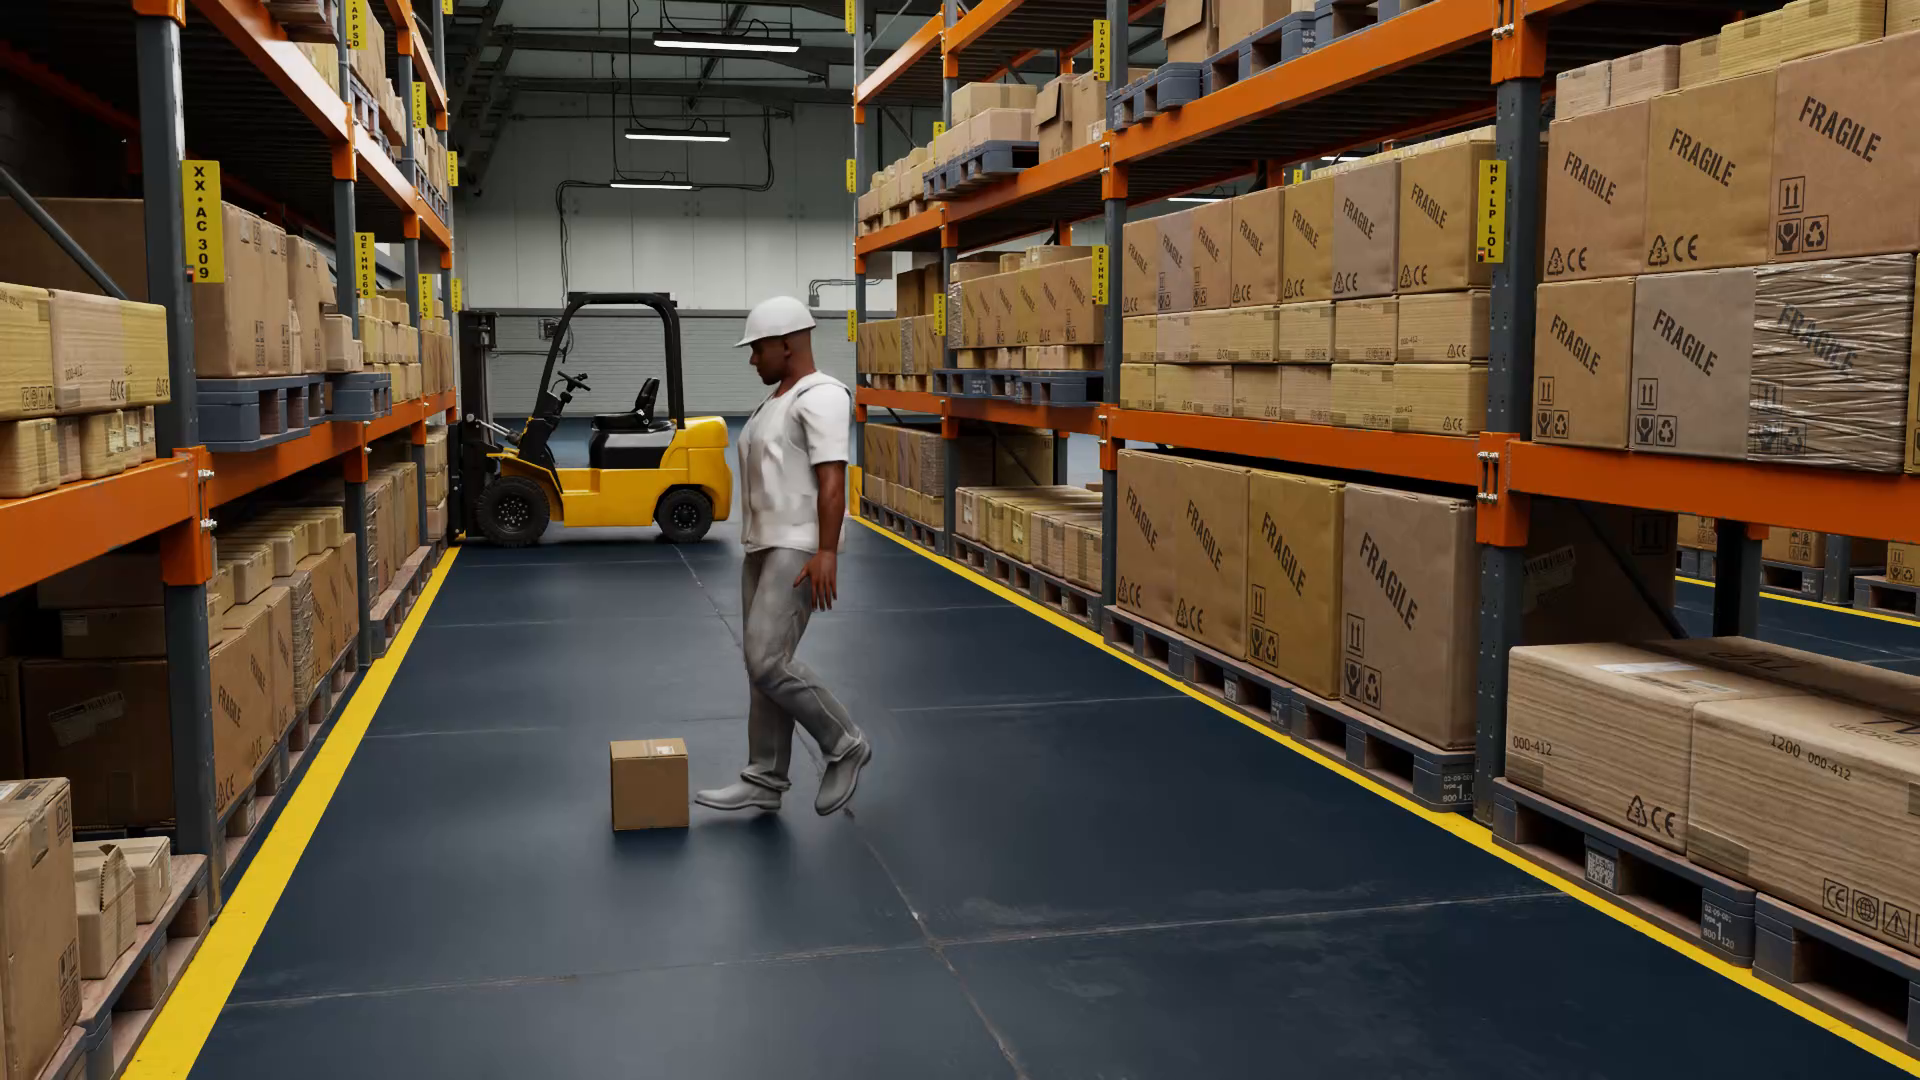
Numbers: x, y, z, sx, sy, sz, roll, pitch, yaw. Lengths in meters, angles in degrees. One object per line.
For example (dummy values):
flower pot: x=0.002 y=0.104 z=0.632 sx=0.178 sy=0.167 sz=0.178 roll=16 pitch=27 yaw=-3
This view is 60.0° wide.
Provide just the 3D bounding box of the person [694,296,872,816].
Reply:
person: x=-0.626 y=0.054 z=5.674 sx=0.582 sy=1.766 sz=0.636 roll=-3 pitch=7 yaw=-27
